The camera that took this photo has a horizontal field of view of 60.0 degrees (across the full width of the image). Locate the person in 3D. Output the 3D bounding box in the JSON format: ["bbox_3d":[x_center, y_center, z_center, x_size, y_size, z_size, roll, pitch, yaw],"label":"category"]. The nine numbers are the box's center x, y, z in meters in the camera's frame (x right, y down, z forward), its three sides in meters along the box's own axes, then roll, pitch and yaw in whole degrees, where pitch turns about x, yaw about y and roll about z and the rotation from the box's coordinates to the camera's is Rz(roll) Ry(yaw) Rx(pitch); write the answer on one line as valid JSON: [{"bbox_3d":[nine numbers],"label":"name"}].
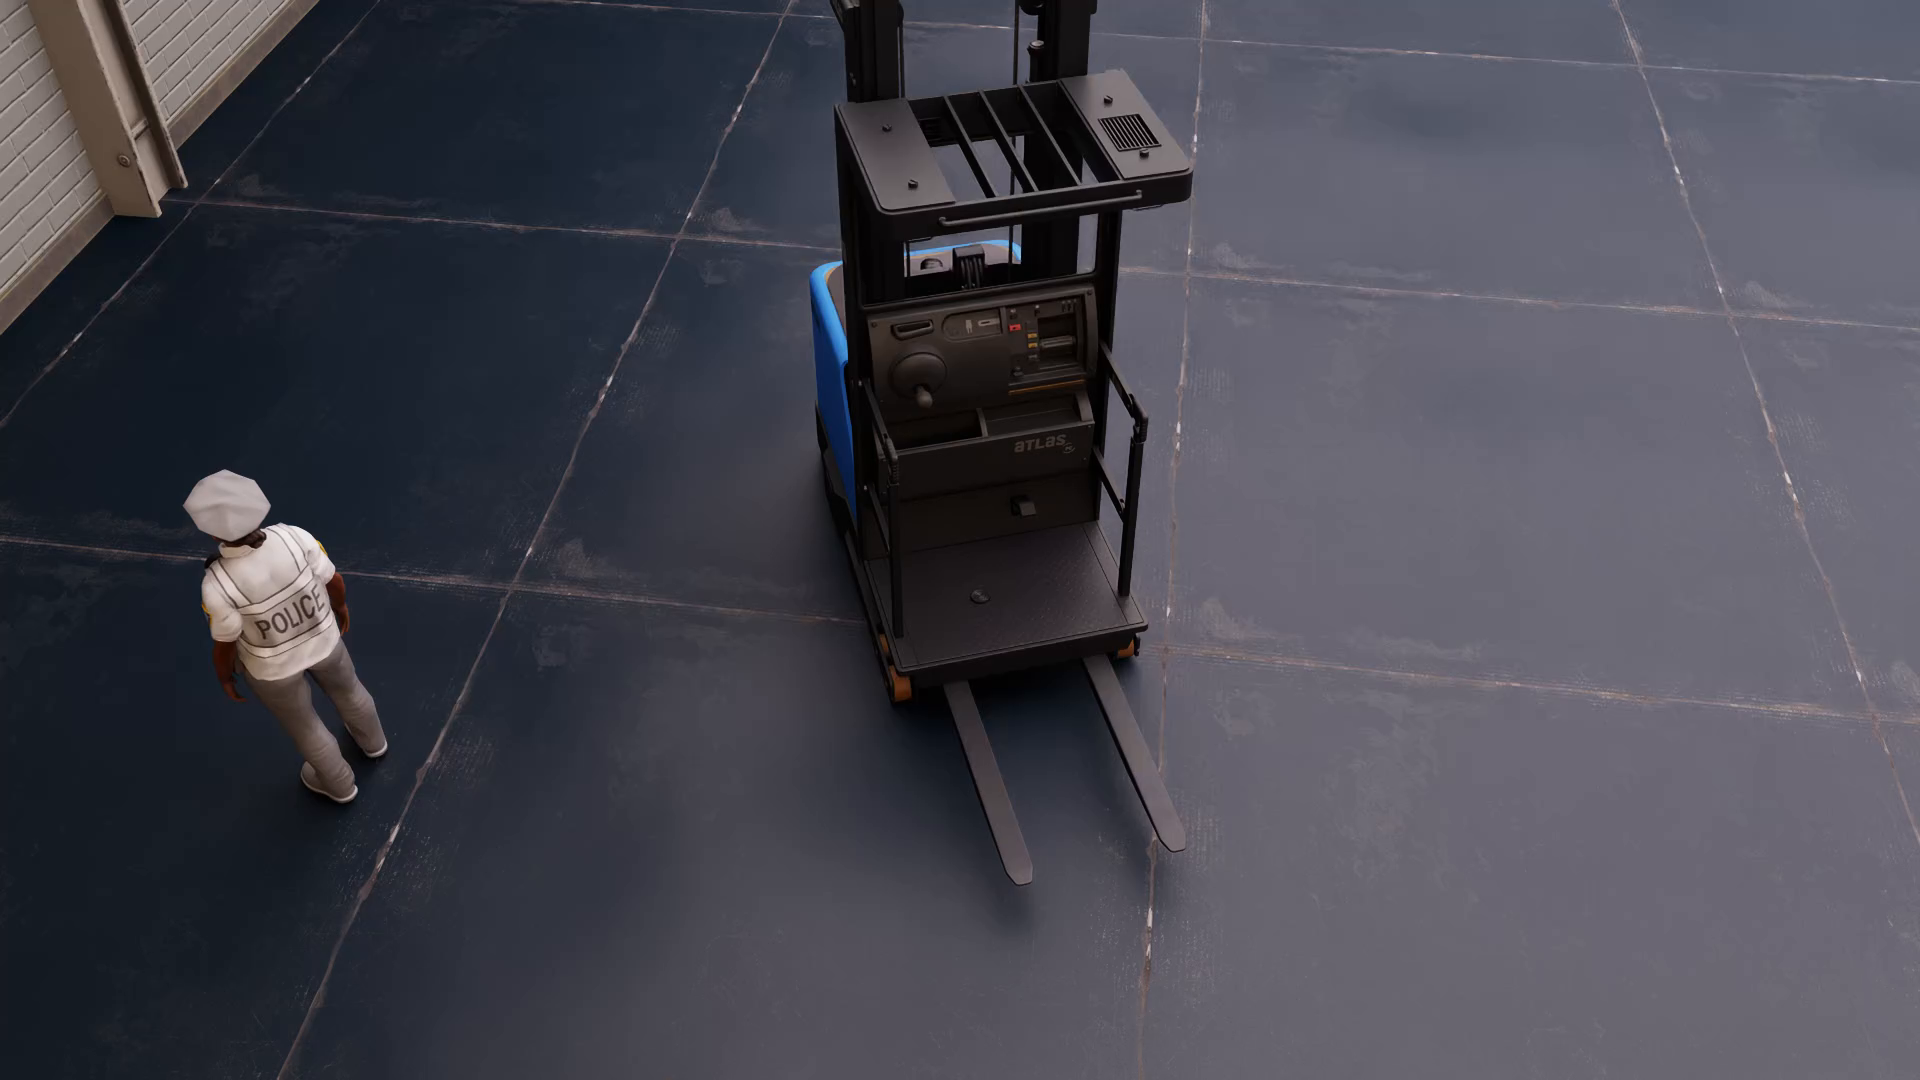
[{"bbox_3d":[-2.541,0.360,6.236,0.531,1.695,0.568,32,51,30],"label":"person"}]

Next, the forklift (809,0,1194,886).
[{"bbox_3d":[0.153,-0.681,6.465,1.130,2.935,3.031,-10,44,-11],"label":"forklift"}]
